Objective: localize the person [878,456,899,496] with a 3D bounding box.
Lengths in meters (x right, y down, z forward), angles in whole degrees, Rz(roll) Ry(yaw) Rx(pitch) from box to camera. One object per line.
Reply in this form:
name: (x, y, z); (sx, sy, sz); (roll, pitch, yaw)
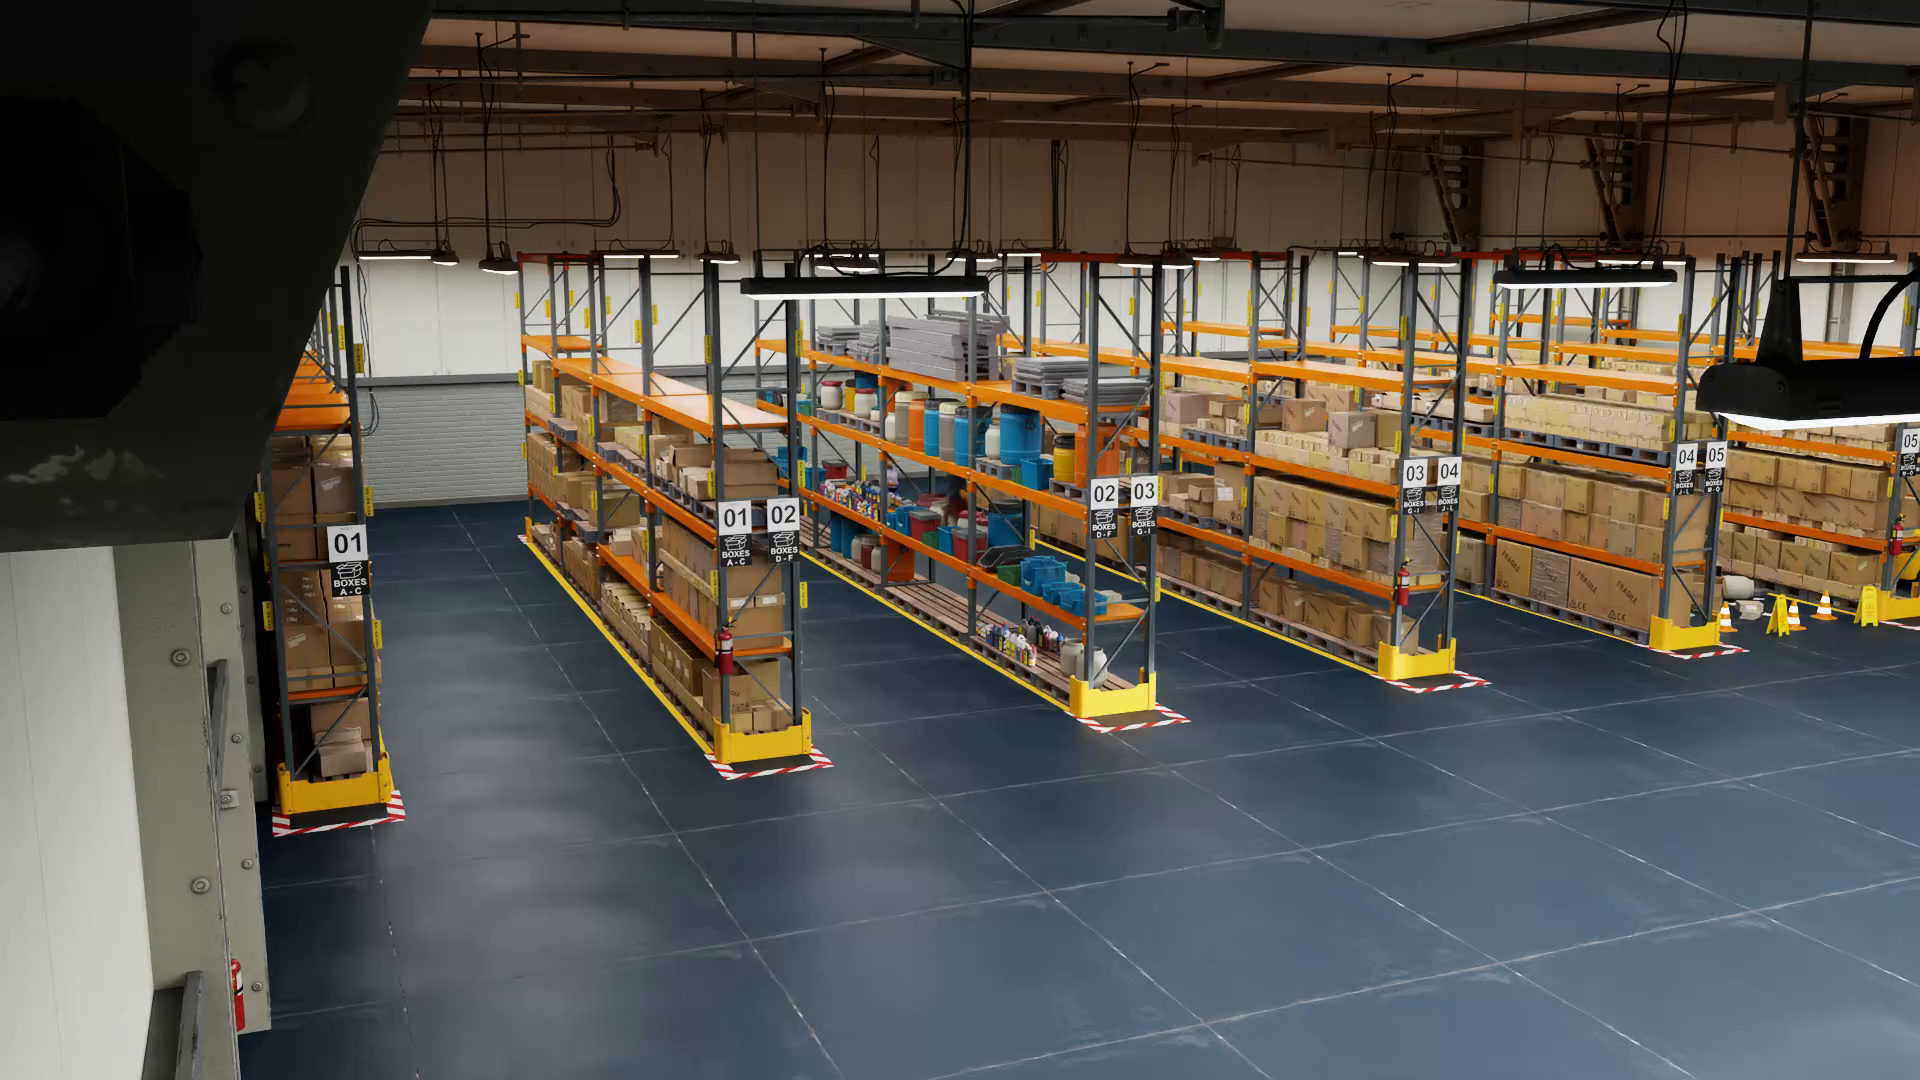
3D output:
person: (-1.531, -0.980, 35.893); (0.580, 1.690, 0.804); (-7, 13, -34)
